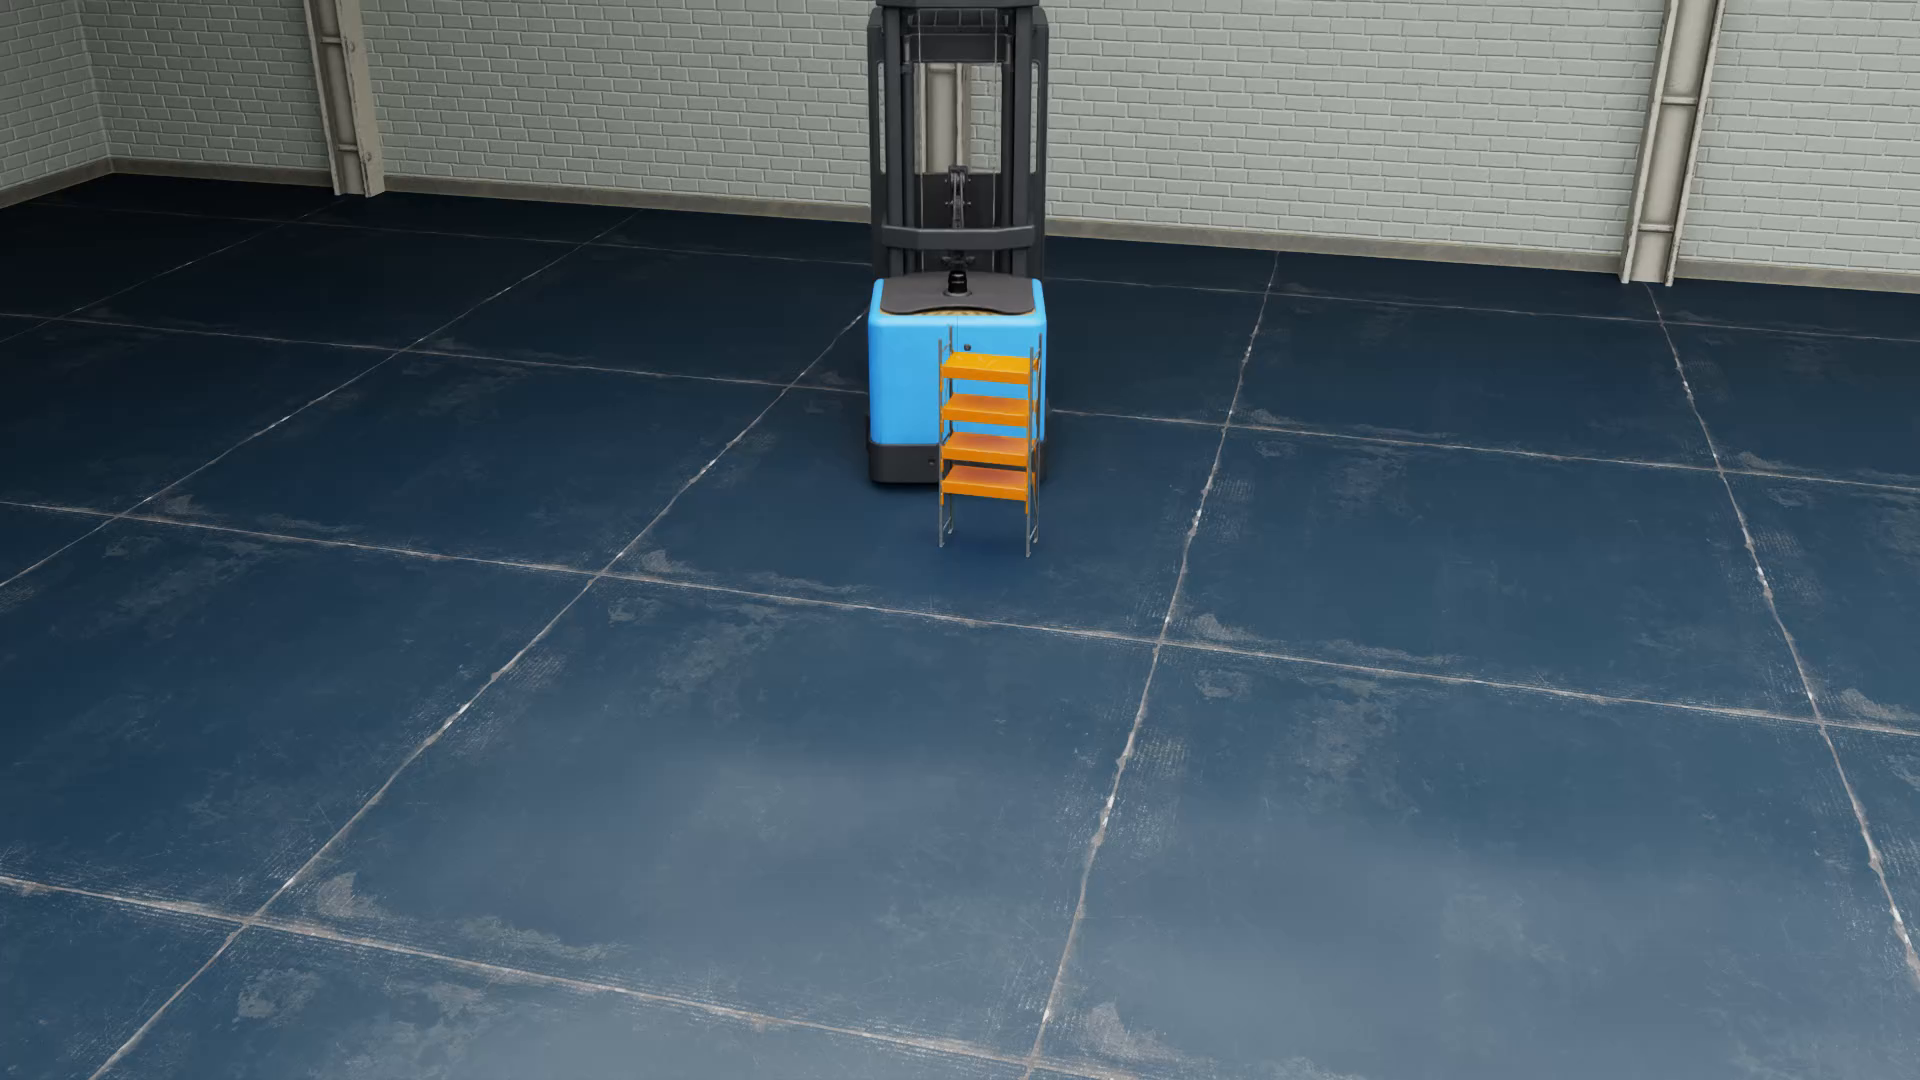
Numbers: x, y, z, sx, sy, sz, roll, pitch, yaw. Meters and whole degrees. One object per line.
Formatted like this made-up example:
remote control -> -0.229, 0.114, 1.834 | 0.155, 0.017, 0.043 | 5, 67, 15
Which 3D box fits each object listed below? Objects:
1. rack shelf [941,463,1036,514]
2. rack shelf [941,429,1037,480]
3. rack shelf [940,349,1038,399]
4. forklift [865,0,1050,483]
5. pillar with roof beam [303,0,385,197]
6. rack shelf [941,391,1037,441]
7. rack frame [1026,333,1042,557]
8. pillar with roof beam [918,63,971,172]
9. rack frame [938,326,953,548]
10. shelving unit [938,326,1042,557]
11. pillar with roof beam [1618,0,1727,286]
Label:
rack shelf -> 0.160, -0.284, 9.069 | 0.480, 0.148, 0.258 | 6, 26, 13
rack shelf -> 0.160, -0.463, 8.984 | 0.480, 0.148, 0.258 | 6, 26, 13
rack shelf -> 0.160, -0.879, 8.786 | 0.480, 0.148, 0.258 | 6, 26, 13
forklift -> -0.011, -2.246, 10.559 | 1.130, 2.935, 3.031 | 0, 25, 0
pillar with roof beam -> -7.015, -5.718, 10.792 | 0.400, 9.000, 9.100 | 6, 26, 13
rack shelf -> 0.160, -0.665, 8.888 | 0.480, 0.148, 0.258 | 6, 26, 13
rack frame -> 0.397, -0.498, 8.900 | 0.015, 1.200, 0.240 | 6, 26, 13
pillar with roof beam -> -1.204, -5.076, 9.443 | 0.400, 9.000, 9.100 | 6, 26, 13
rack frame -> -0.076, -0.550, 9.010 | 0.015, 1.200, 0.240 | 6, 26, 13
shelving unit -> 0.160, -0.524, 8.955 | 0.503, 1.200, 0.258 | 6, 26, 13
pillar with roof beam -> 4.607, -4.434, 8.094 | 0.400, 9.000, 9.100 | 6, 26, 13
